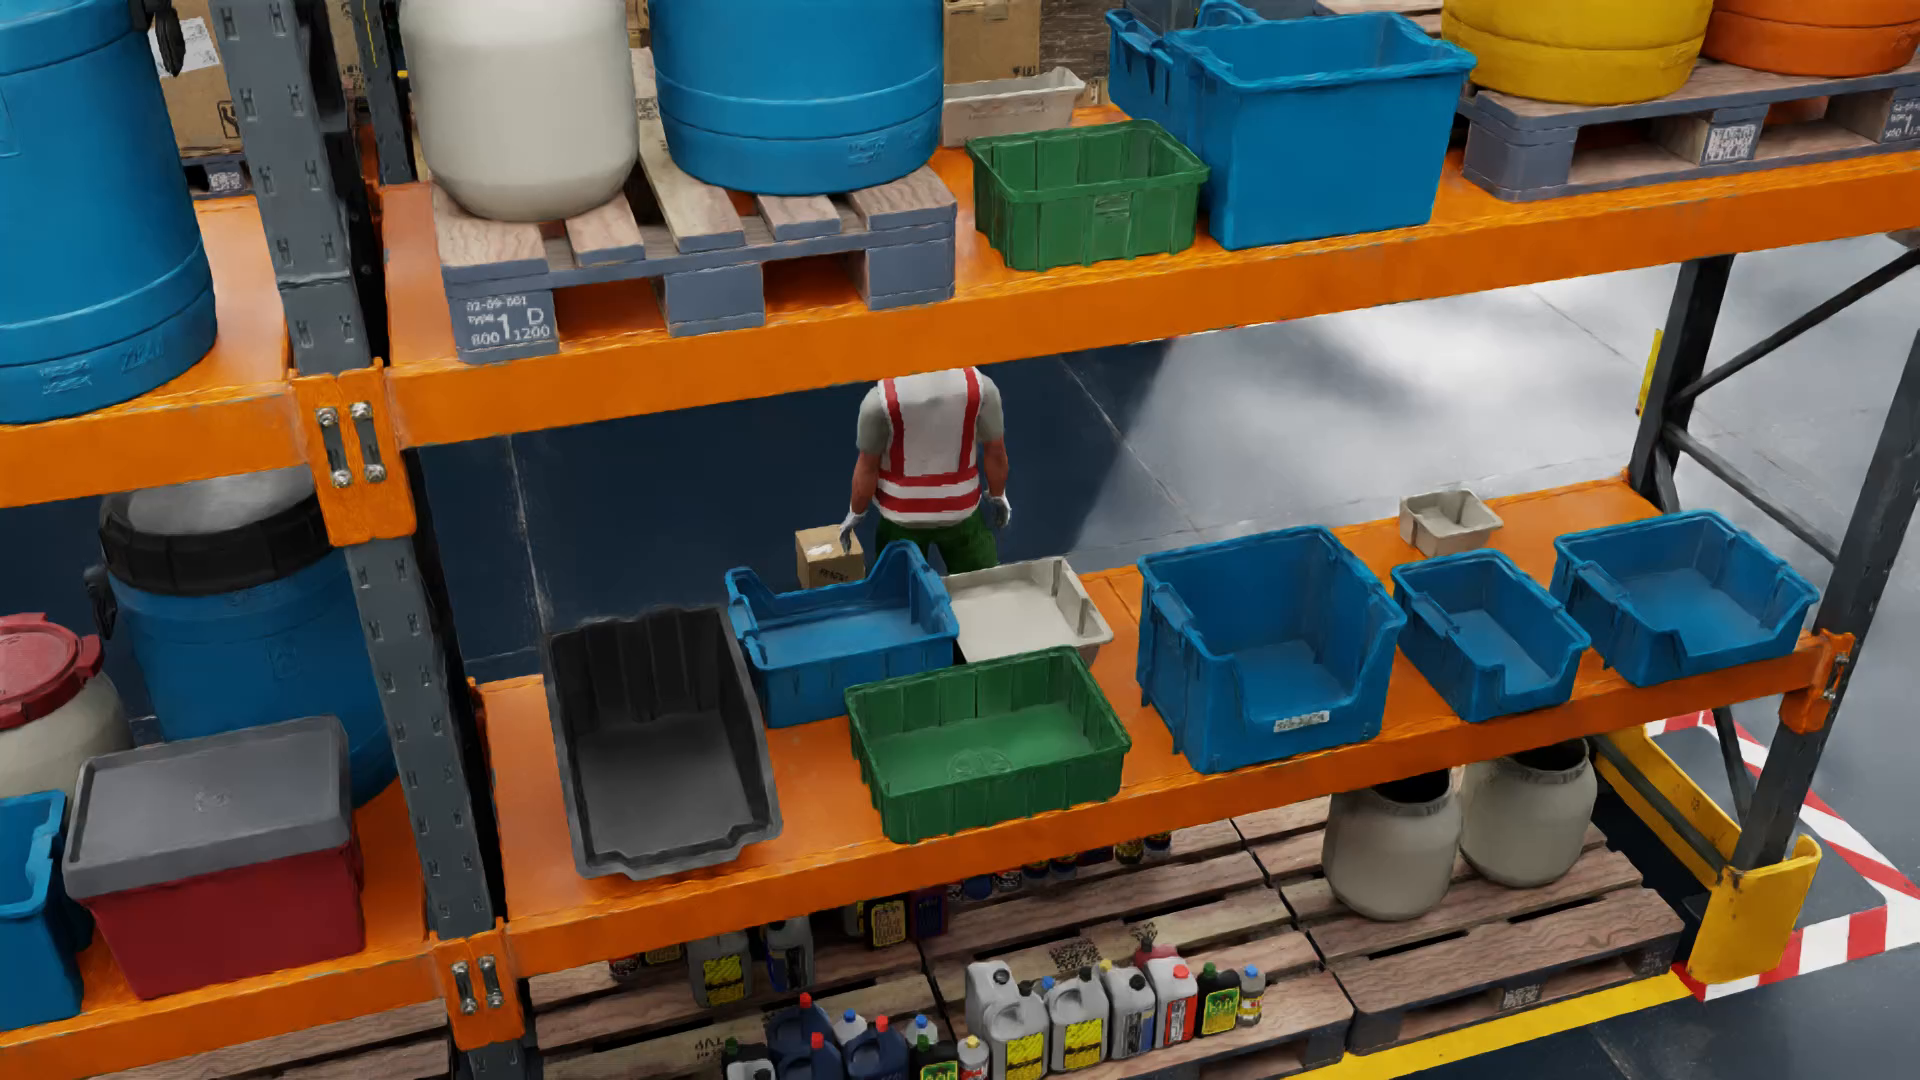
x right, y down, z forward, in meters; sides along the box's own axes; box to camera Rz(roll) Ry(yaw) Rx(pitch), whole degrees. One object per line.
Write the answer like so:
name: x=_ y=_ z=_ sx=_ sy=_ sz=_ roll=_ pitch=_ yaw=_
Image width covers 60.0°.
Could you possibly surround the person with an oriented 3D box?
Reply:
person: x=-0.089 y=-0.080 z=6.247 sx=0.729 sy=1.791 sz=0.601 roll=-3 pitch=34 yaw=-5
